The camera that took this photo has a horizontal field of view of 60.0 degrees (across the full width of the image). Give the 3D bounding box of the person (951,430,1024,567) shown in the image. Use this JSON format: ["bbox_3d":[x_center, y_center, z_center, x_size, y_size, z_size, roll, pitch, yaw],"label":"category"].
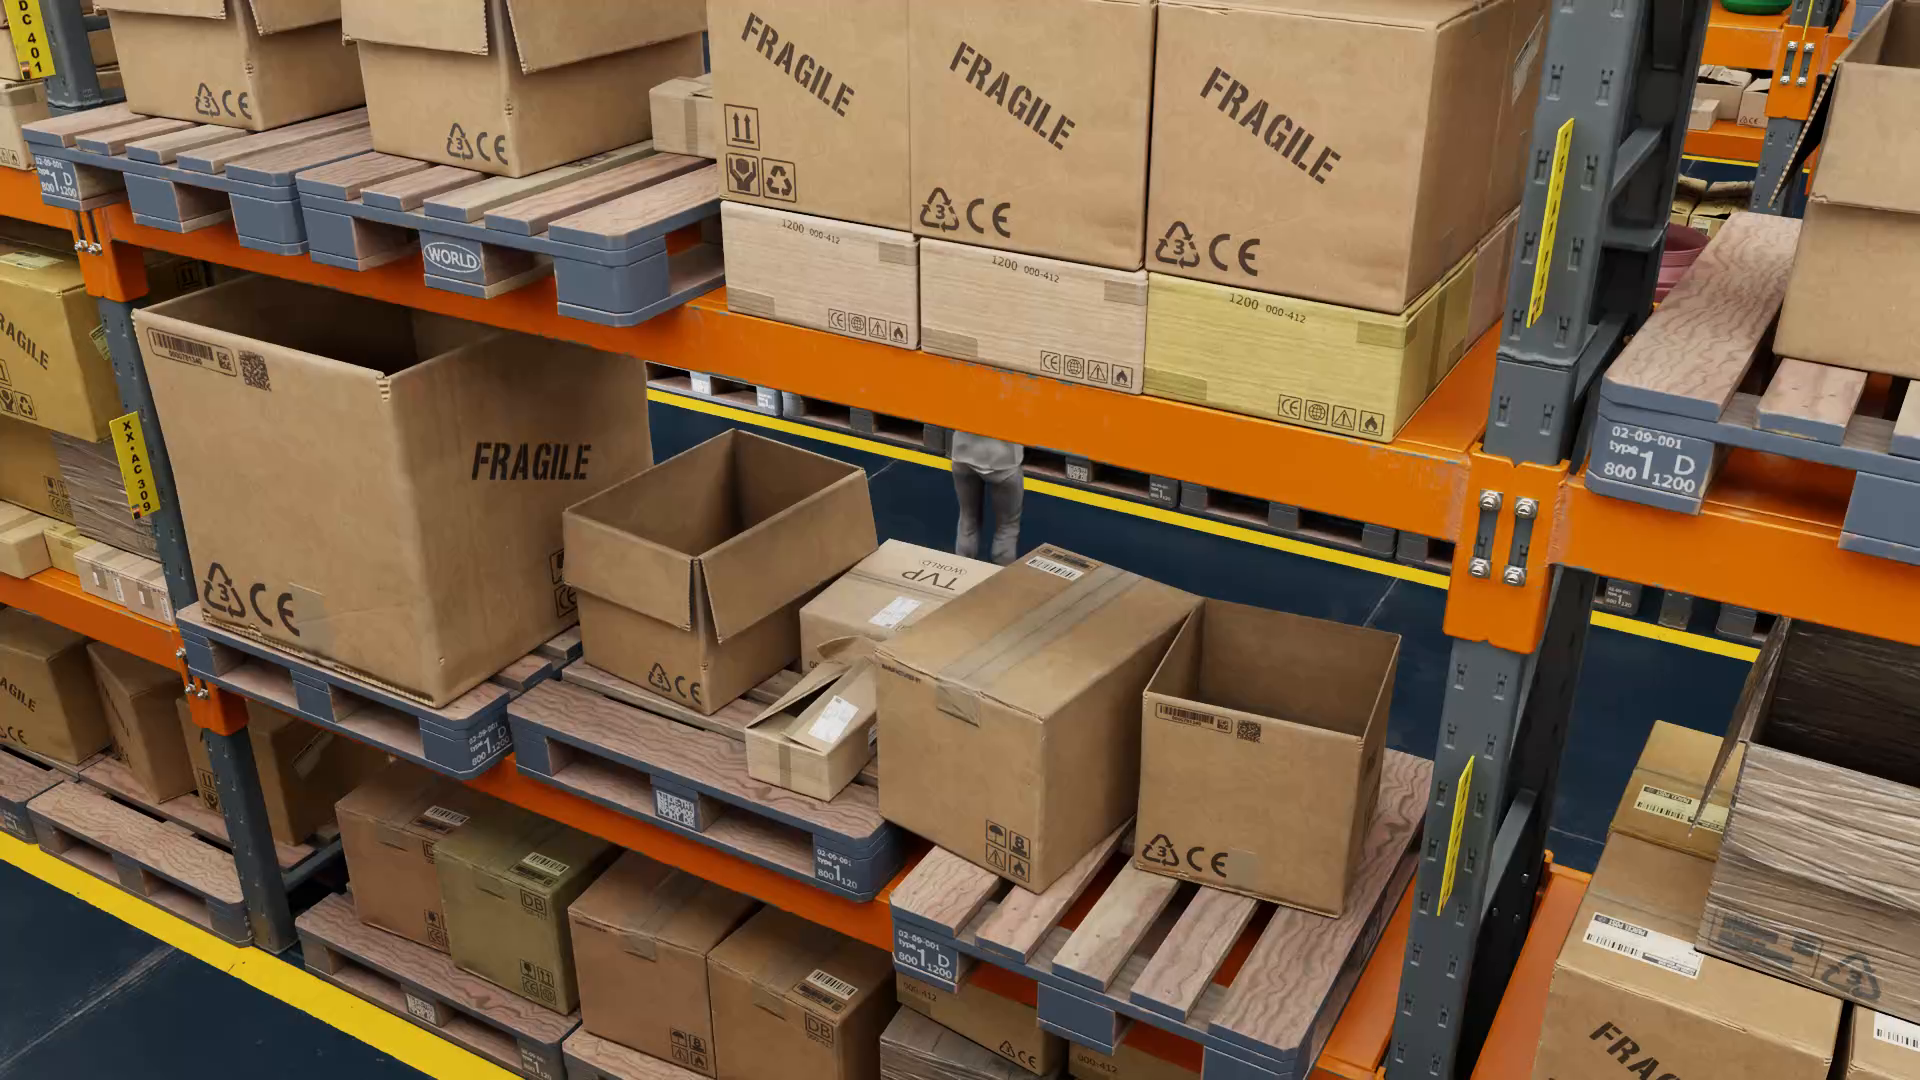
[{"bbox_3d":[0.165,-0.410,7.936,0.412,1.593,0.488,14,30,26],"label":"person"}]
